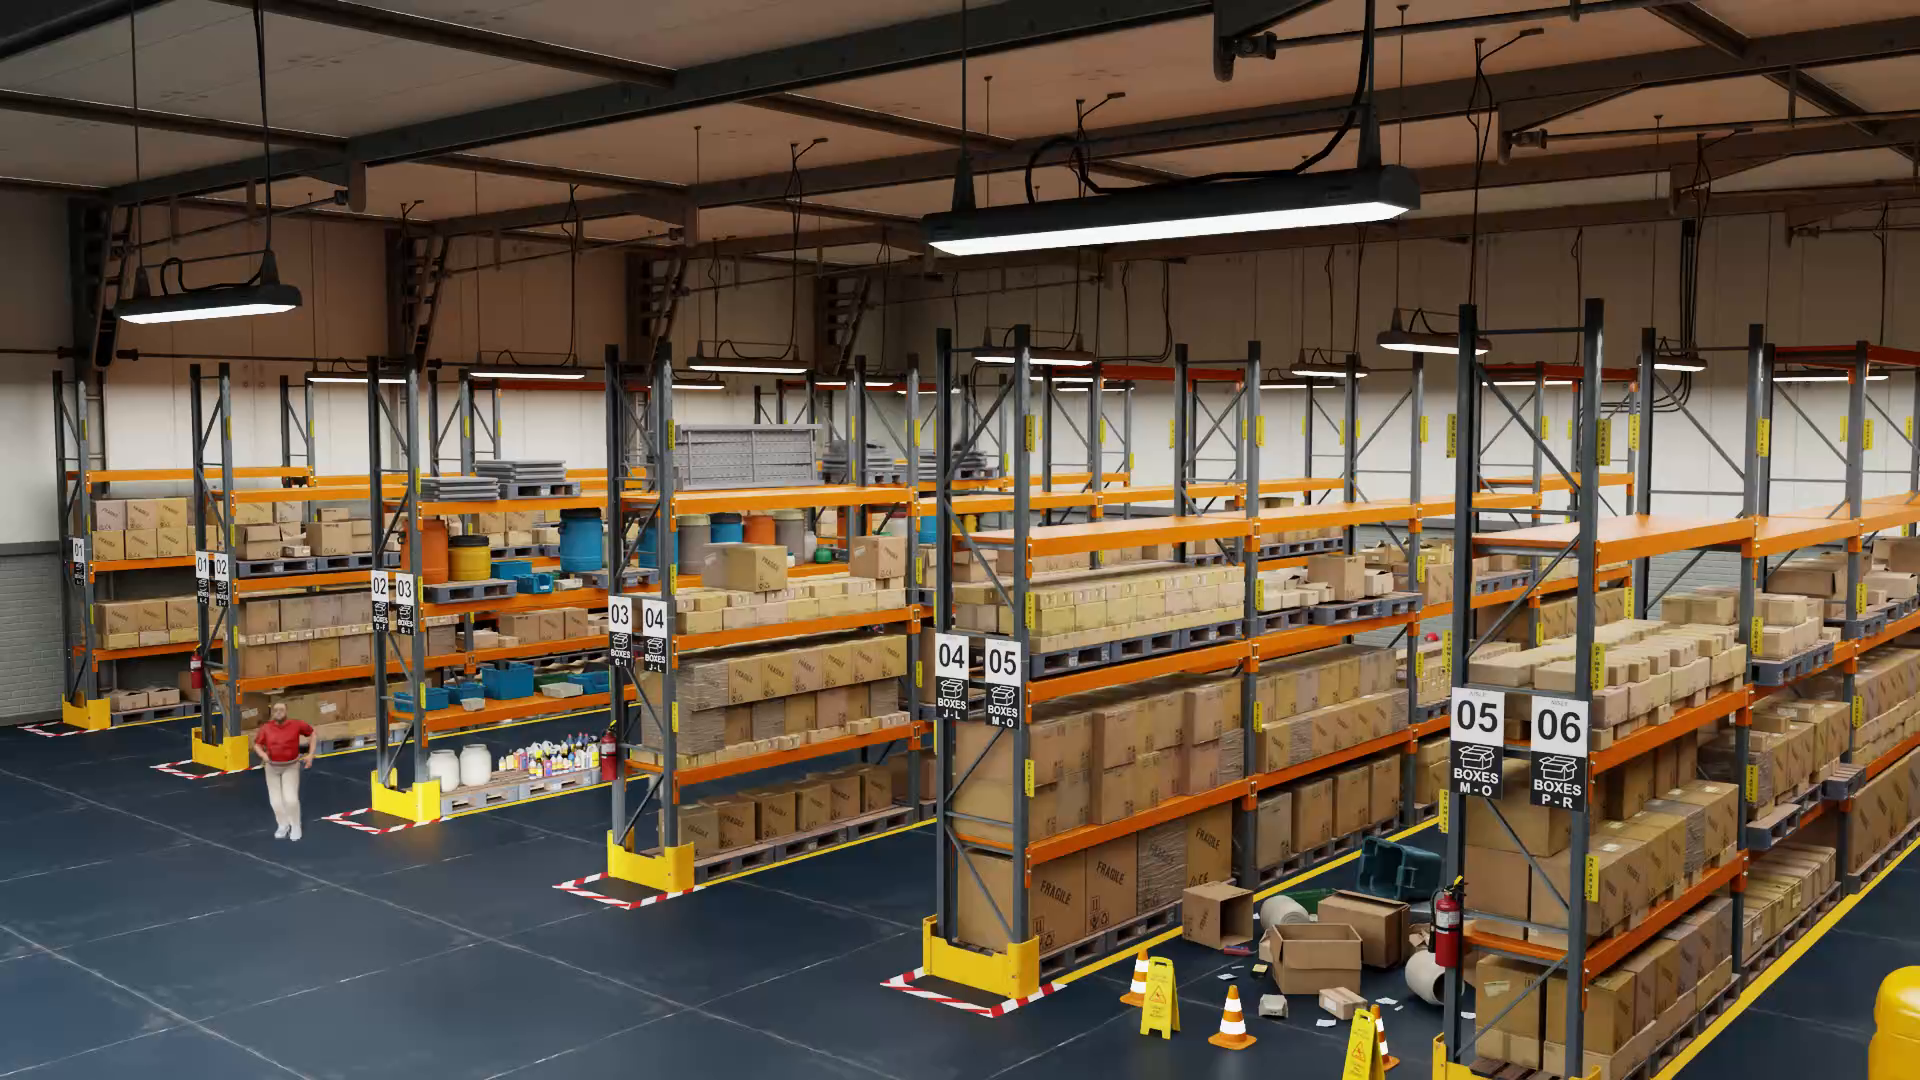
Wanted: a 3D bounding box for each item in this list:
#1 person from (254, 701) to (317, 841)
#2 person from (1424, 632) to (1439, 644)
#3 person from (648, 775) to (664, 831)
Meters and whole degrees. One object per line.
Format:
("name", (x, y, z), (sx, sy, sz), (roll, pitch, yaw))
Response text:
("person", (-8.297, 2.856, 20.418), (0.696, 1.763, 0.709), (-1, 4, -11))
("person", (7.581, 2.356, 26.906), (0.667, 1.735, 0.622), (4, 6, 44))
("person", (-3.678, 2.792, 21.031), (0.702, 1.721, 0.589), (2, 5, 24))
